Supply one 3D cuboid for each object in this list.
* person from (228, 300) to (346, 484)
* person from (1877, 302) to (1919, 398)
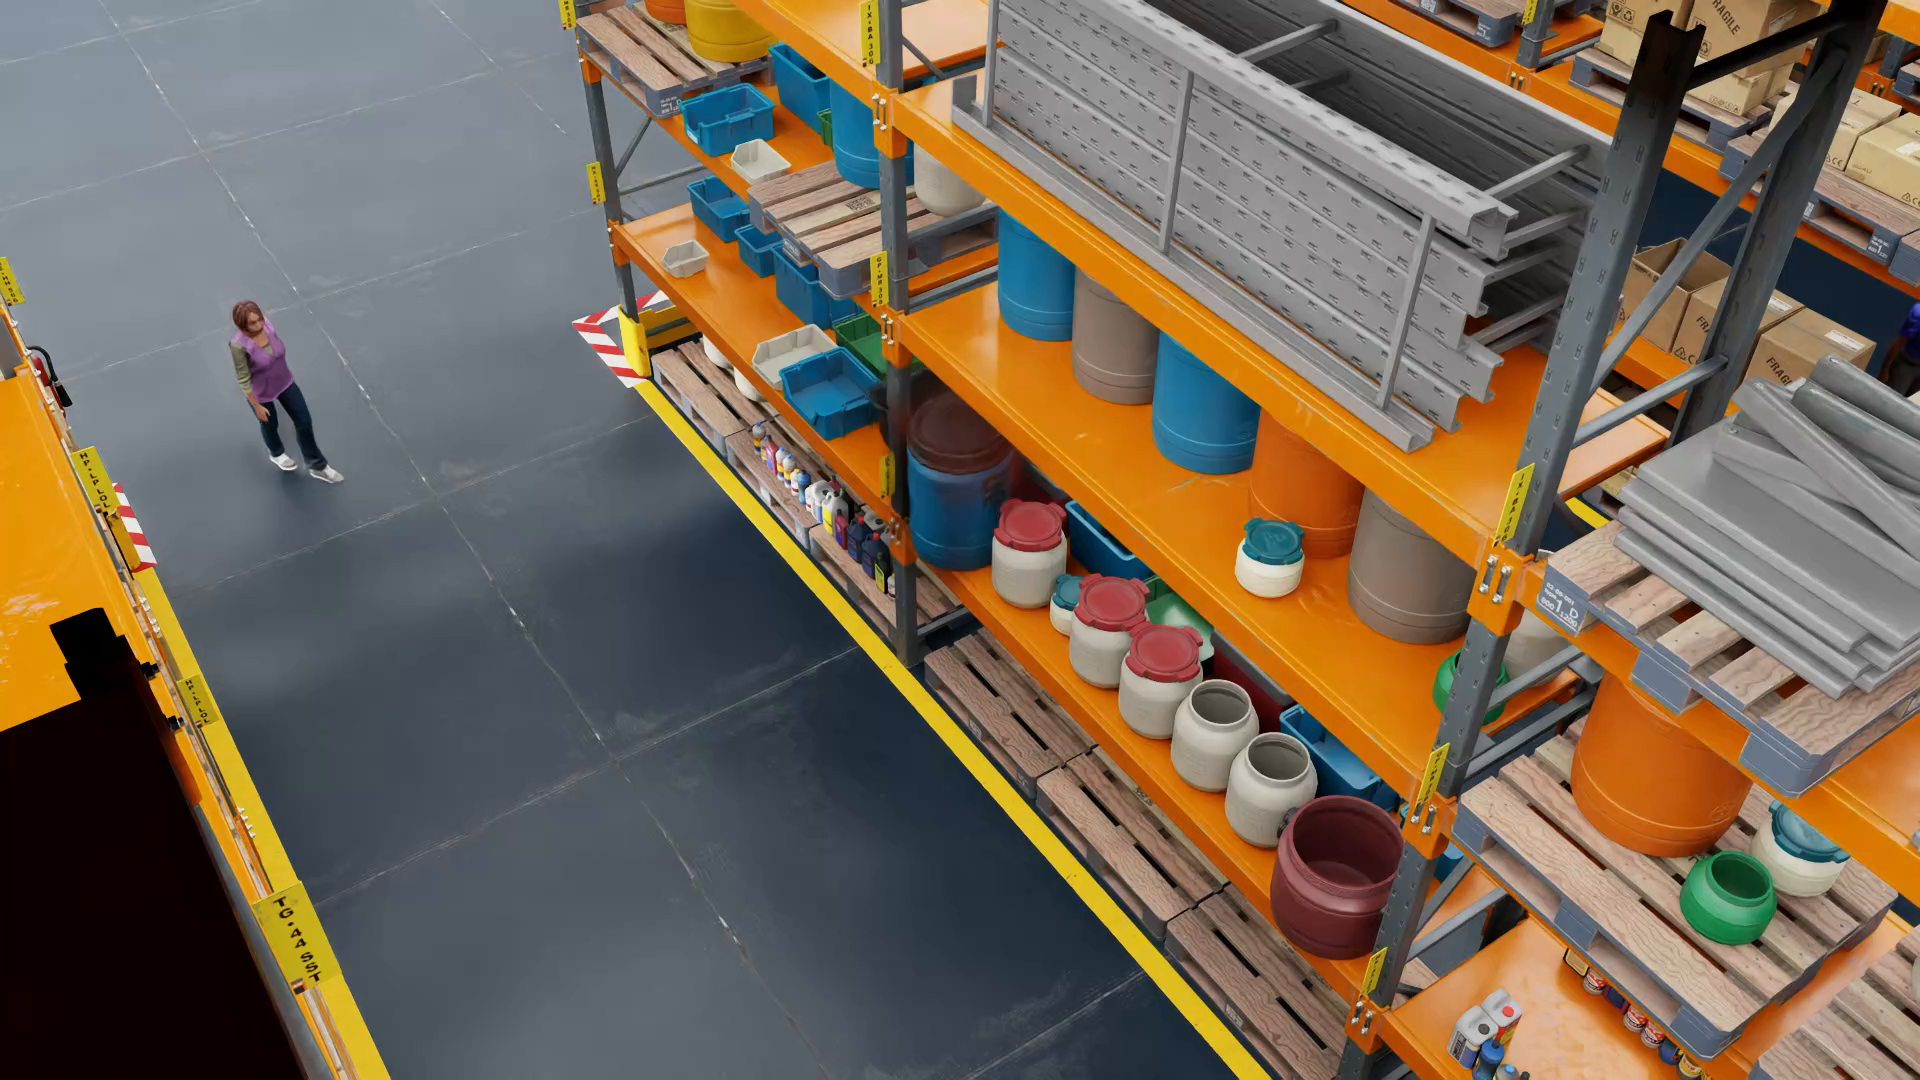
[{"bbox_3d":[-4.886,-1.045,11.748,0.636,1.613,0.431,27,49,26],"label":"person"},{"bbox_3d":[6.746,-1.266,11.922,0.516,1.655,0.481,-14,44,-15],"label":"person"}]
